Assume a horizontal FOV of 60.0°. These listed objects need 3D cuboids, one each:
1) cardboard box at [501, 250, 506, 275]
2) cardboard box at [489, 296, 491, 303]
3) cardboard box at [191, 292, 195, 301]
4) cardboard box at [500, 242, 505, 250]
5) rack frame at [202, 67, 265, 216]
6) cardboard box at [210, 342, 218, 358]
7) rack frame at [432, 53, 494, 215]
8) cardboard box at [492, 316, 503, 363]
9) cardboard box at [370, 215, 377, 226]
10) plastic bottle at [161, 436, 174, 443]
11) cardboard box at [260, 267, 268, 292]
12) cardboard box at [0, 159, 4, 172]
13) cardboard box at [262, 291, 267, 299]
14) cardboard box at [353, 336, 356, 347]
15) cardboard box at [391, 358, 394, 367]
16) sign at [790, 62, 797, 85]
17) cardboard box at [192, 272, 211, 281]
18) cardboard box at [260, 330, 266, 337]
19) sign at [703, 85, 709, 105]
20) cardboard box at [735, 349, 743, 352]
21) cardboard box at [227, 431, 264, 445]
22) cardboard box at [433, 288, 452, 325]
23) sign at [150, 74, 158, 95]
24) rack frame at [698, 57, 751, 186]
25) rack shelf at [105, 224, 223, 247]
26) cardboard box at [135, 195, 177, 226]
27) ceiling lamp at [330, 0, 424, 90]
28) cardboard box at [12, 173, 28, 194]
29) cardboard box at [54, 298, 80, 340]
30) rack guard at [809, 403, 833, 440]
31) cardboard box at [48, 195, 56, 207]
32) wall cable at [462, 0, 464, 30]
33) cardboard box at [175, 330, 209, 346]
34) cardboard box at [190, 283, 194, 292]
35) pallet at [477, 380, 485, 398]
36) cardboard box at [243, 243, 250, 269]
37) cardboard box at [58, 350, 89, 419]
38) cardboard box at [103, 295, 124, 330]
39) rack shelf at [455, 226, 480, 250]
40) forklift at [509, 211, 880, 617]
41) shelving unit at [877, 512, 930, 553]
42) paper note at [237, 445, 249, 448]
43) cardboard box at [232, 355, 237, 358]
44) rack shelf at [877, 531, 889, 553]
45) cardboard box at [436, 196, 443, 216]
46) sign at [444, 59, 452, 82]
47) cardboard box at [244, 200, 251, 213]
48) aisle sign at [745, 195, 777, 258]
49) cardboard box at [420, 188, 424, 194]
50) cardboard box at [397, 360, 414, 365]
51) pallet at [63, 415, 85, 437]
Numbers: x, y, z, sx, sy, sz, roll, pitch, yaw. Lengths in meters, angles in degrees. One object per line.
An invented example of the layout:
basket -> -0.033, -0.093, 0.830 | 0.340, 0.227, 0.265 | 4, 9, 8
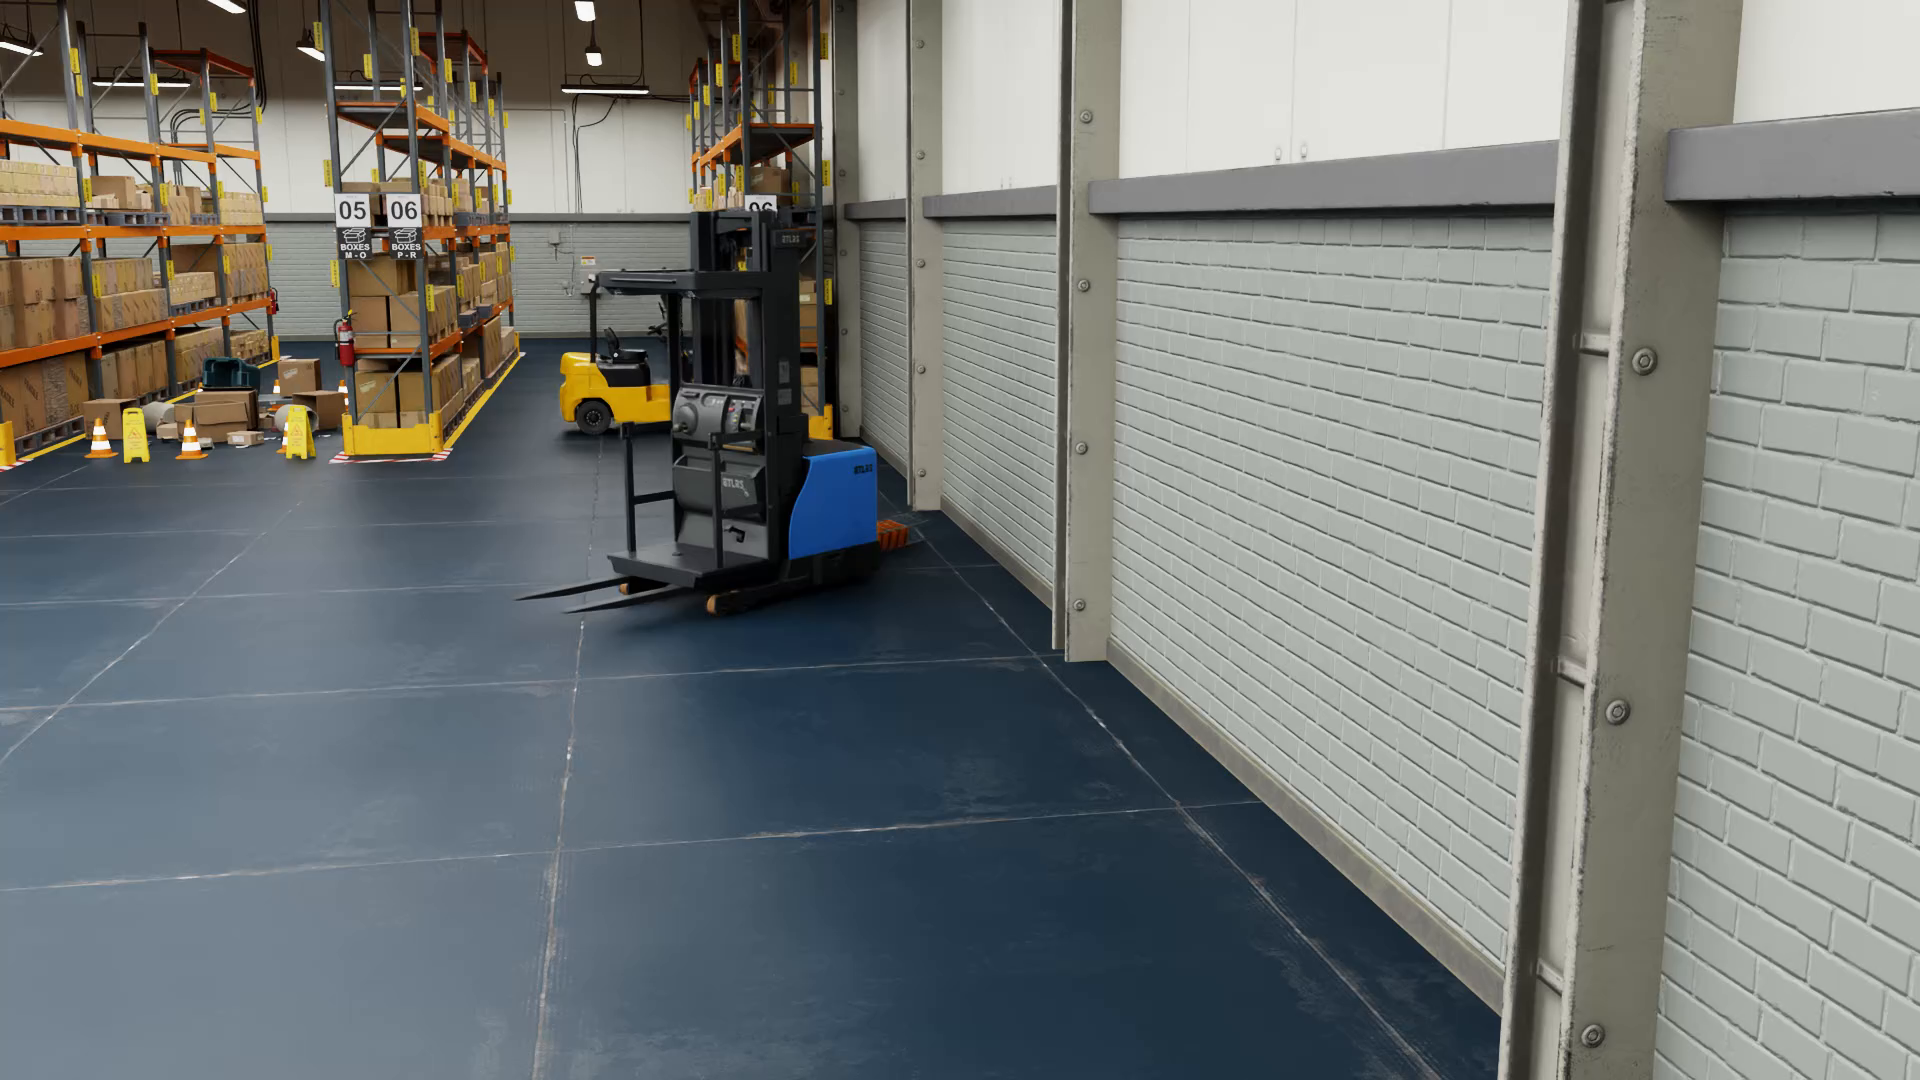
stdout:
cardboard box -> -9.599, -5.687, 34.109 | 0.500, 0.500, 0.500 | -2, 11, -11
cardboard box -> -8.851, -4.342, 30.389 | 0.500, 0.250, 0.500 | -2, 11, -11
cardboard box -> -13.724, -4.301, 29.322 | 0.380, 0.149, 0.250 | -2, 11, -13
cardboard box -> -9.765, -6.167, 34.897 | 0.380, 0.149, 0.250 | -2, 11, -10
rack frame -> -15.082, -8.252, 34.487 | 1.000, 3.000, 0.127 | -2, 11, -11
cardboard box -> -13.813, -3.329, 30.229 | 0.500, 0.500, 0.500 | -2, 11, -12
rack frame -> -9.468, -7.717, 31.676 | 1.000, 3.000, 0.127 | -2, 11, -11
cardboard box -> -9.269, -3.822, 31.814 | 0.875, 0.875, 0.875 | -2, 11, -9
cardboard box -> -7.478, -3.975, 20.707 | 0.380, 0.149, 0.250 | -2, 11, -11
plastic bottle -> -10.501, -1.331, 22.028 | 0.133, 0.061, 0.283 | -6, 13, -31
cardboard box -> -14.742, -5.428, 34.627 | 0.500, 0.500, 0.500 | -2, 11, -10
cardboard box -> -11.821, -4.534, 20.121 | 0.380, 0.149, 0.250 | -2, 11, -12
cardboard box -> -14.741, -5.132, 34.812 | 0.380, 0.149, 0.250 | -2, 11, -11
cardboard box -> -7.575, -2.549, 21.240 | 0.380, 0.149, 0.250 | -2, 11, -12
cardboard box -> -7.729, -2.361, 22.067 | 0.380, 0.149, 0.250 | -2, 11, -10
sign -> -2.495, -6.984, 24.899 | 0.100, 0.325, 0.005 | -2, 11, -11
cardboard box -> -13.981, -4.831, 30.514 | 0.380, 0.149, 0.250 | -2, 11, -13
cardboard box -> -14.730, -4.316, 34.758 | 0.380, 0.149, 0.250 | -2, 11, -10
sign -> -4.352, -7.641, 28.566 | 0.100, 0.325, 0.005 | -2, 11, -11
cardboard box -> -3.258, -2.731, 25.078 | 0.500, 0.250, 0.500 | -2, 11, -12
cardboard box -> -9.370, -1.336, 21.817 | 0.380, 0.149, 0.250 | 4, 11, 18
cardboard box -> -7.370, -3.237, 23.117 | 0.500, 0.500, 0.500 | -2, 11, -9
sign -> -12.982, -7.343, 26.786 | 0.100, 0.325, 0.005 | -2, 11, -11
rack frame -> -4.600, -7.899, 32.628 | 1.000, 3.000, 0.127 | -2, 11, -11
rack shelf -> -13.915, -5.325, 29.053 | 1.077, 0.370, 4.000 | -2, 11, -11
cardboard box -> -13.376, -5.475, 27.651 | 0.500, 0.500, 0.500 | -2, 11, -11
ceiling lamp -> -13.146, -11.723, 37.108 | 2.000, 3.185, 0.800 | -2, 11, -11
cardboard box -> -12.011, -4.456, 20.777 | 0.500, 0.250, 0.500 | -2, 11, -11
cardboard box -> -12.535, -3.011, 22.592 | 0.875, 0.550, 0.550 | -2, 11, -11
rack guard -> -2.261, -1.518, 21.836 | 1.175, 0.500, 0.348 | -2, 11, -11
cardboard box -> -12.166, -4.469, 21.911 | 0.380, 0.149, 0.250 | -2, 11, -10
wall cable -> -13.146, -12.374, 40.099 | 2.355, 3.000, 0.029 | -2, 11, -11
cardboard box -> -13.707, -3.600, 29.644 | 0.500, 0.250, 0.500 | -3, 11, -14
cardboard box -> -13.731, -4.449, 29.300 | 0.380, 0.149, 0.250 | -2, 11, -9
pallet -> -8.540, -2.523, 27.890 | 1.003, 0.211, 1.213 | -2, 11, -11
cardboard box -> -14.434, -5.632, 33.028 | 0.500, 0.500, 0.500 | -3, 11, -13
cardboard box -> -12.694, -2.149, 23.025 | 0.875, 0.875, 0.875 | -2, 11, -10
cardboard box -> -12.685, -3.352, 24.520 | 0.500, 0.500, 0.500 | -2, 11, -11
rack shelf -> -8.301, -4.790, 26.242 | 1.077, 0.370, 4.000 | -2, 11, -11
forklift -> -1.984, -0.981, 12.512 | 1.130, 2.935, 3.031 | 9, 14, 39
shelving unit -> -0.724, -0.028, 14.637 | 0.258, 0.189, 1.200 | 22, 21, 30
paper note -> -9.270, -1.212, 21.482 | 0.148, 0.019, 0.142 | -6, 13, -31
cardboard box -> -14.060, -3.456, 31.833 | 0.380, 0.149, 0.250 | -3, 11, -13
rack shelf -> -0.768, -0.016, 14.576 | 0.258, 0.180, 0.103 | 22, 21, 30
cardboard box -> -7.264, -4.499, 22.393 | 0.500, 0.250, 0.500 | -2, 11, -10
sign -> -7.376, -6.764, 23.958 | 0.100, 0.325, 0.005 | -2, 11, -11
cardboard box -> -14.545, -6.688, 33.353 | 0.500, 0.250, 0.500 | -2, 11, -10
aisle sign -> -2.541, -4.005, 21.263 | 0.394, 0.787, 0.004 | -2, 11, -11
cardboard box -> -7.056, -4.478, 21.216 | 0.380, 0.149, 0.250 | -2, 11, -11
cardboard box -> -7.847, -2.216, 23.042 | 0.500, 0.500, 0.500 | -2, 11, -8
pallet -> -12.677, -1.592, 22.998 | 1.003, 0.211, 1.213 | -2, 11, -11
